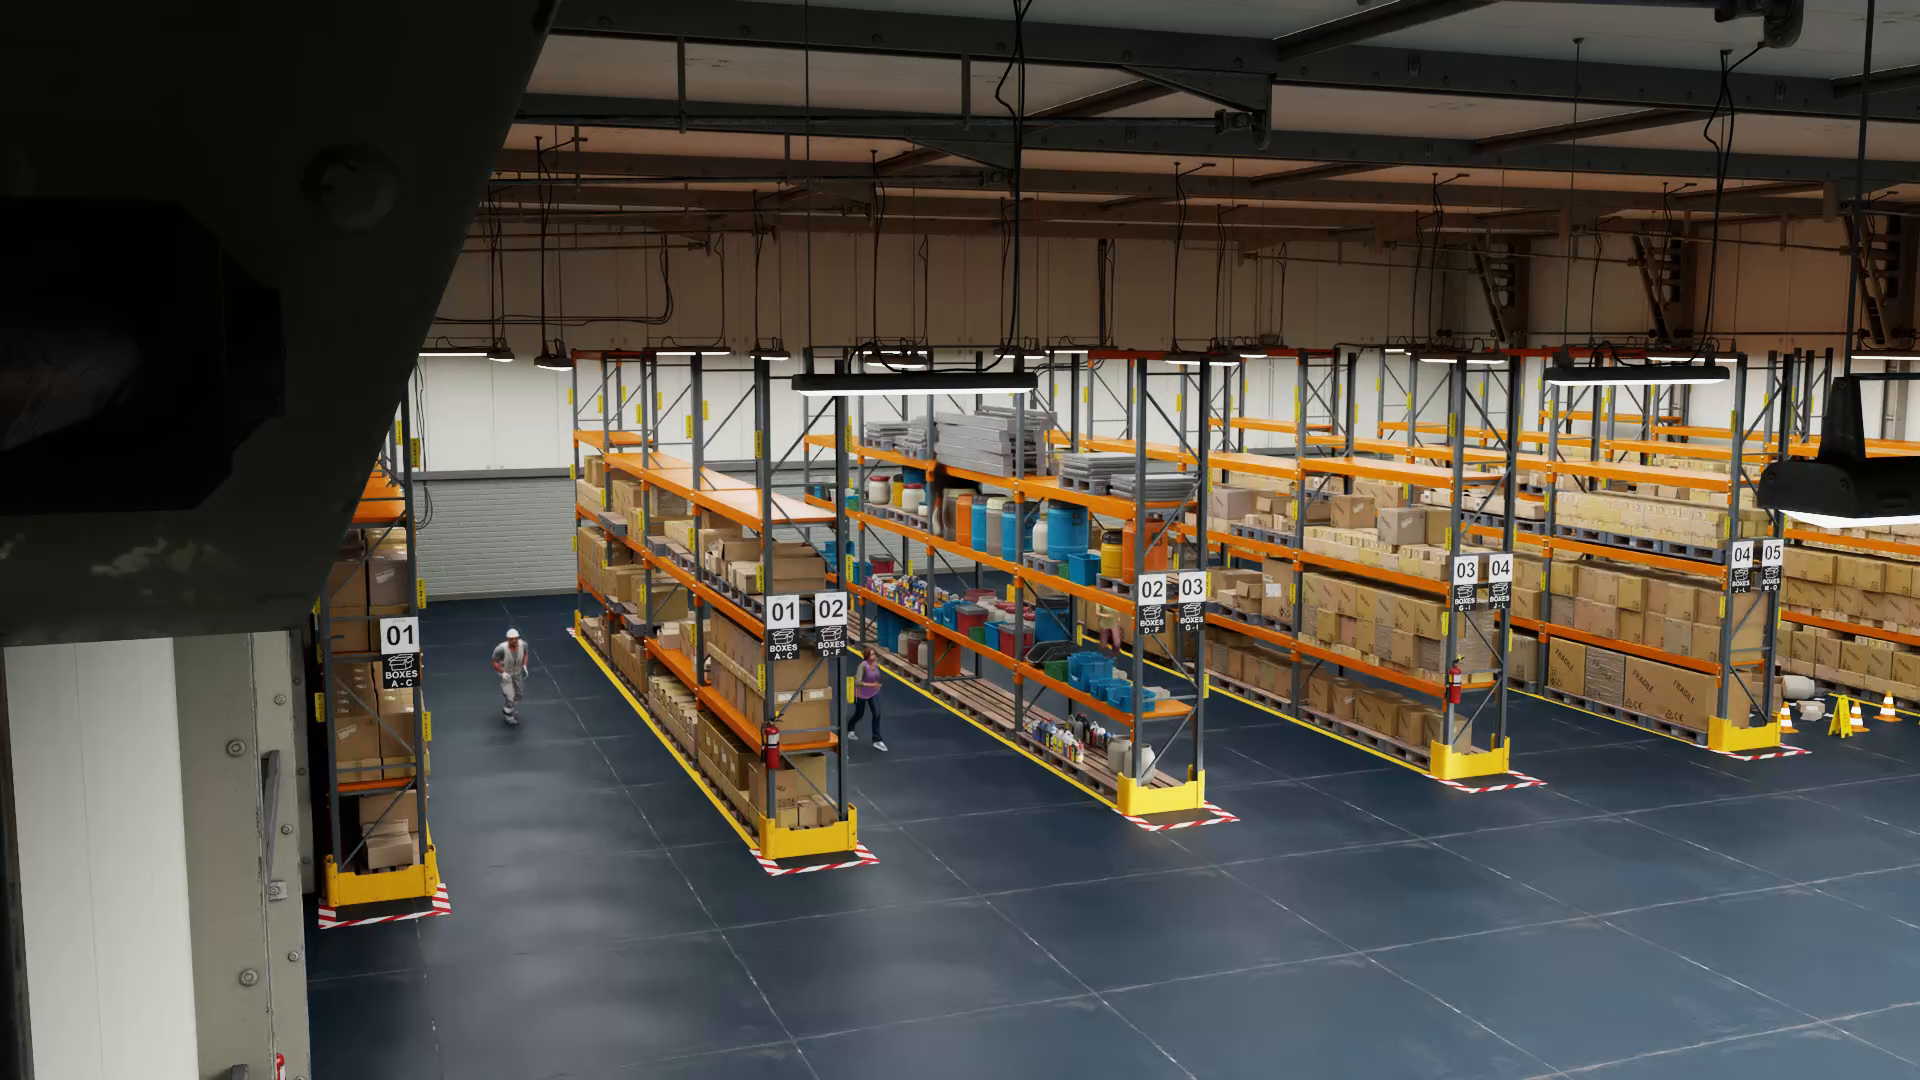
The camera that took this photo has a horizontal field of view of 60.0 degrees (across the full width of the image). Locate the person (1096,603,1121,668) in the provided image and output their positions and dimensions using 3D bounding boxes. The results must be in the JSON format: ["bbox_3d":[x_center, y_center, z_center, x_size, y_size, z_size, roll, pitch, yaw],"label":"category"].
[{"bbox_3d":[2.767,1.656,30.998,0.554,1.714,0.802,-2,7,-14],"label":"person"}]

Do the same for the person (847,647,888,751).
[{"bbox_3d":[-1.449,2.385,25.399,0.546,1.571,0.909,-6,9,-40],"label":"person"}]

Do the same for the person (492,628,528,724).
[{"bbox_3d":[-7.293,2.181,26.919,0.930,1.625,0.666,7,10,44],"label":"person"}]
